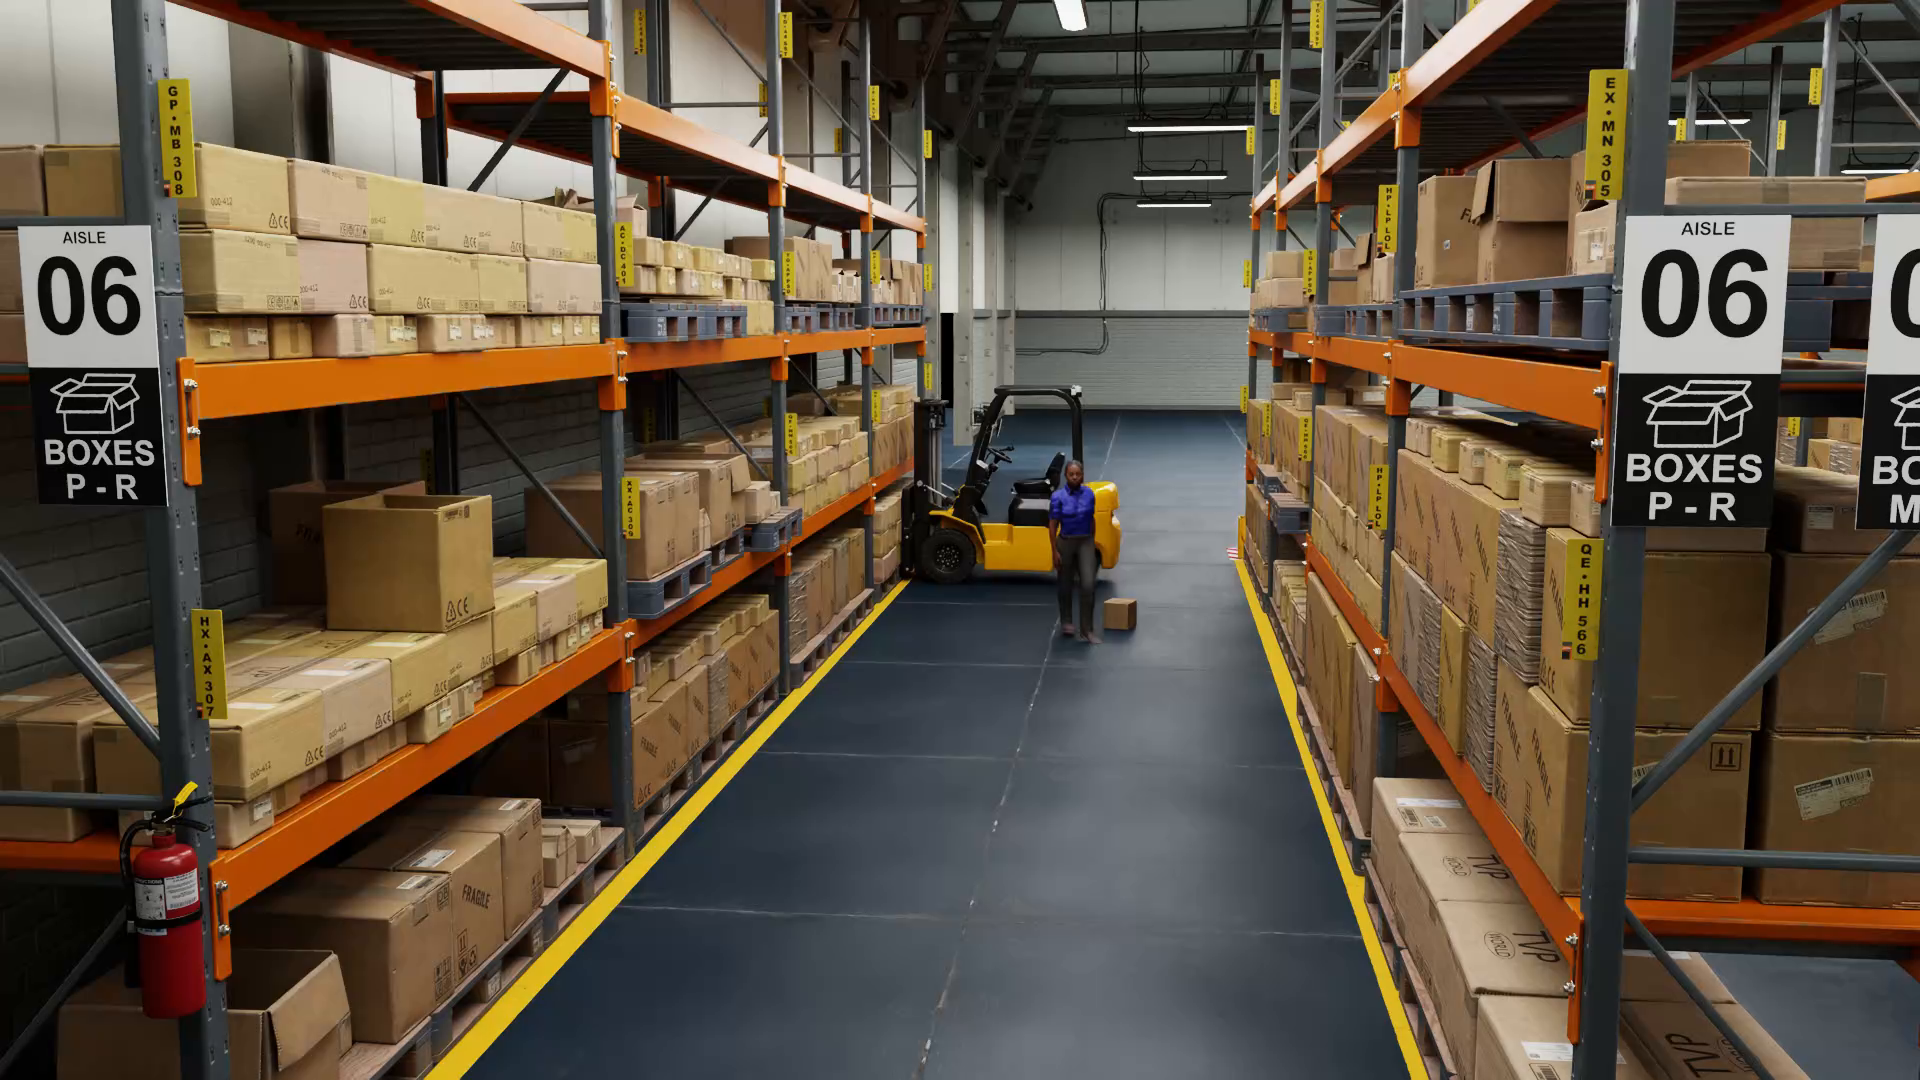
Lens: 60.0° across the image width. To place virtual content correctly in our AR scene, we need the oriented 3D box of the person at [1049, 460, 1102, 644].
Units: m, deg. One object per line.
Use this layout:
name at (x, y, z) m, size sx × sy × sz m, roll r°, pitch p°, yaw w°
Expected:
person at (1.031, 0.104, 15.177) m, size 0.476 × 1.694 × 0.611 m, roll -1°, pitch 8°, yaw -8°
